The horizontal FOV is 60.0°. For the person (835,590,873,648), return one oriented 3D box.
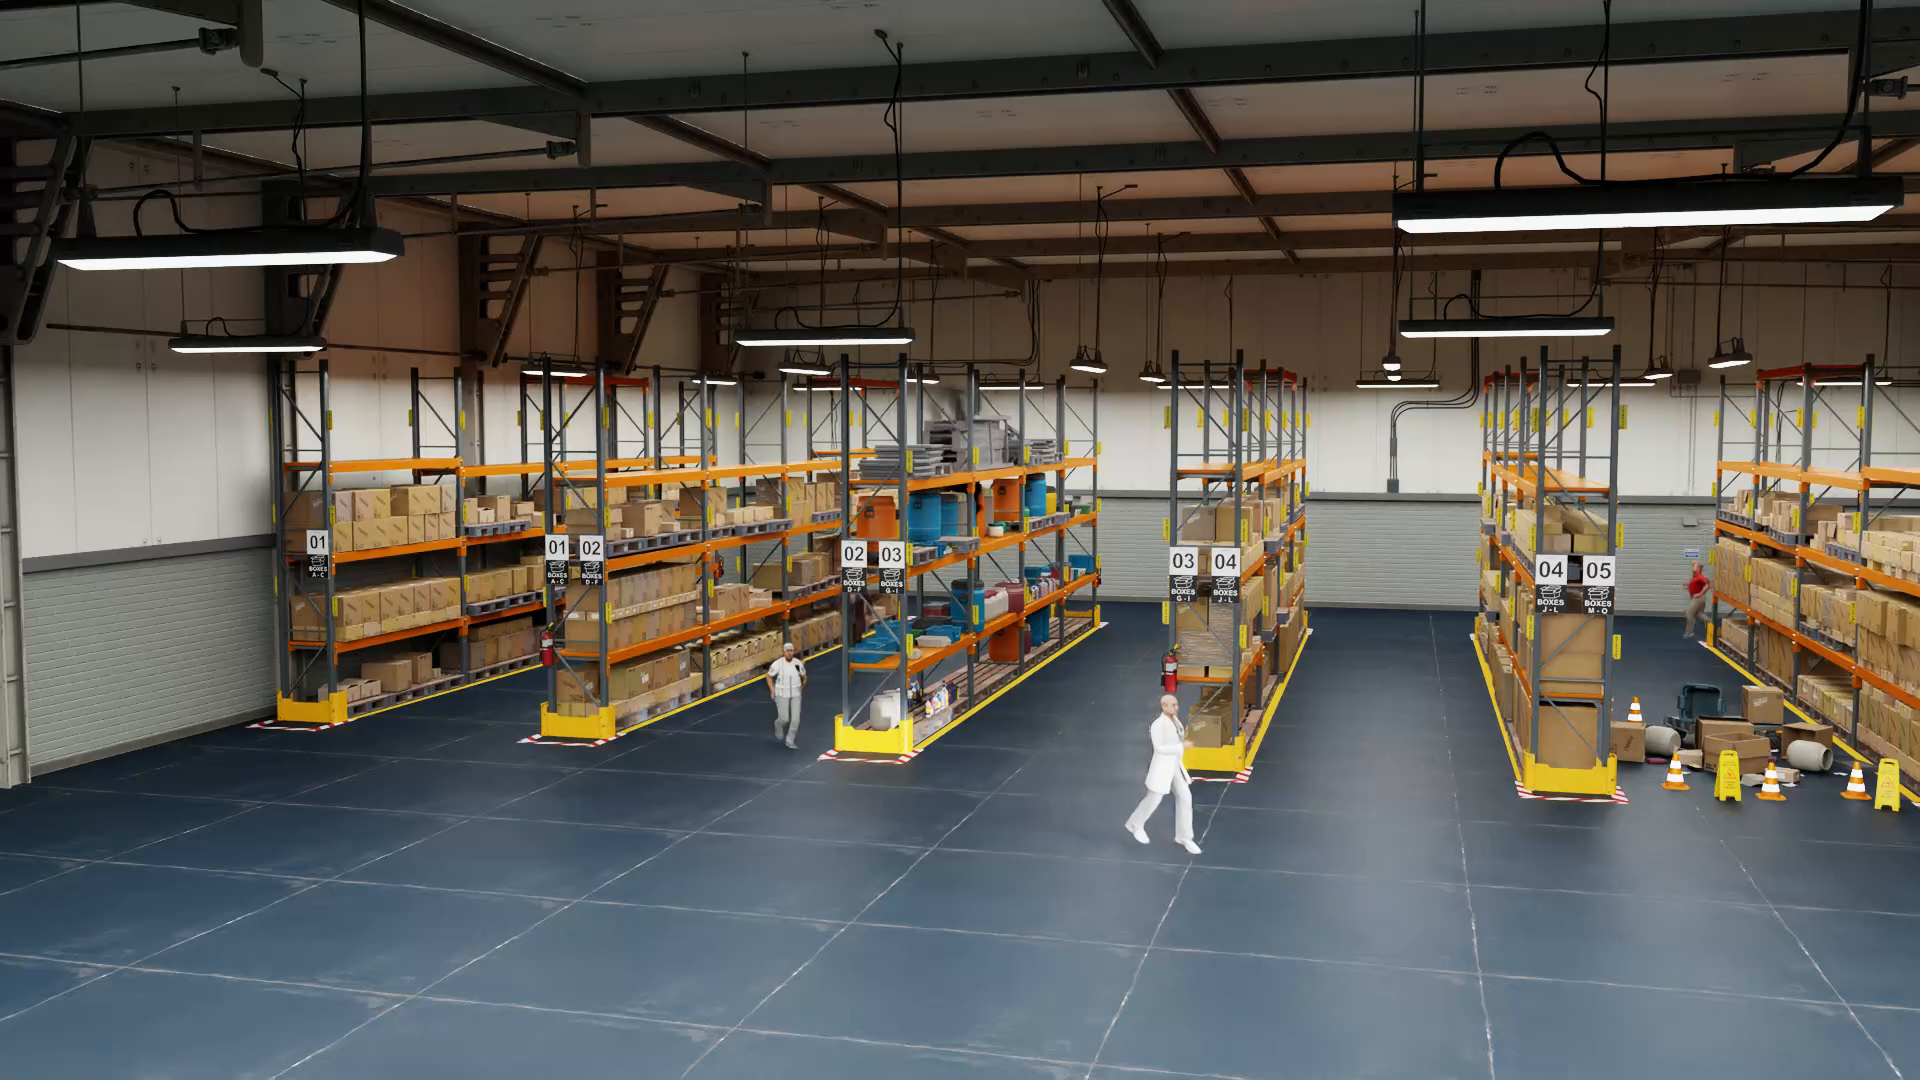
[{"bbox_3d":[-2.033,1.579,31.934,0.704,1.724,0.728,1,4,8],"label":"person"}]

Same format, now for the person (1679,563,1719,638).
[{"bbox_3d":[16.970,1.415,38.125,0.851,1.771,0.670,2,4,23],"label":"person"}]

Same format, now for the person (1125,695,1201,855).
[{"bbox_3d":[2.370,2.701,19.377,0.977,1.822,0.680,4,5,41],"label":"person"}]

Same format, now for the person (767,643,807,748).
[{"bbox_3d":[-2.630,2.376,25.443,0.621,1.615,0.563,-1,4,-18],"label":"person"}]
